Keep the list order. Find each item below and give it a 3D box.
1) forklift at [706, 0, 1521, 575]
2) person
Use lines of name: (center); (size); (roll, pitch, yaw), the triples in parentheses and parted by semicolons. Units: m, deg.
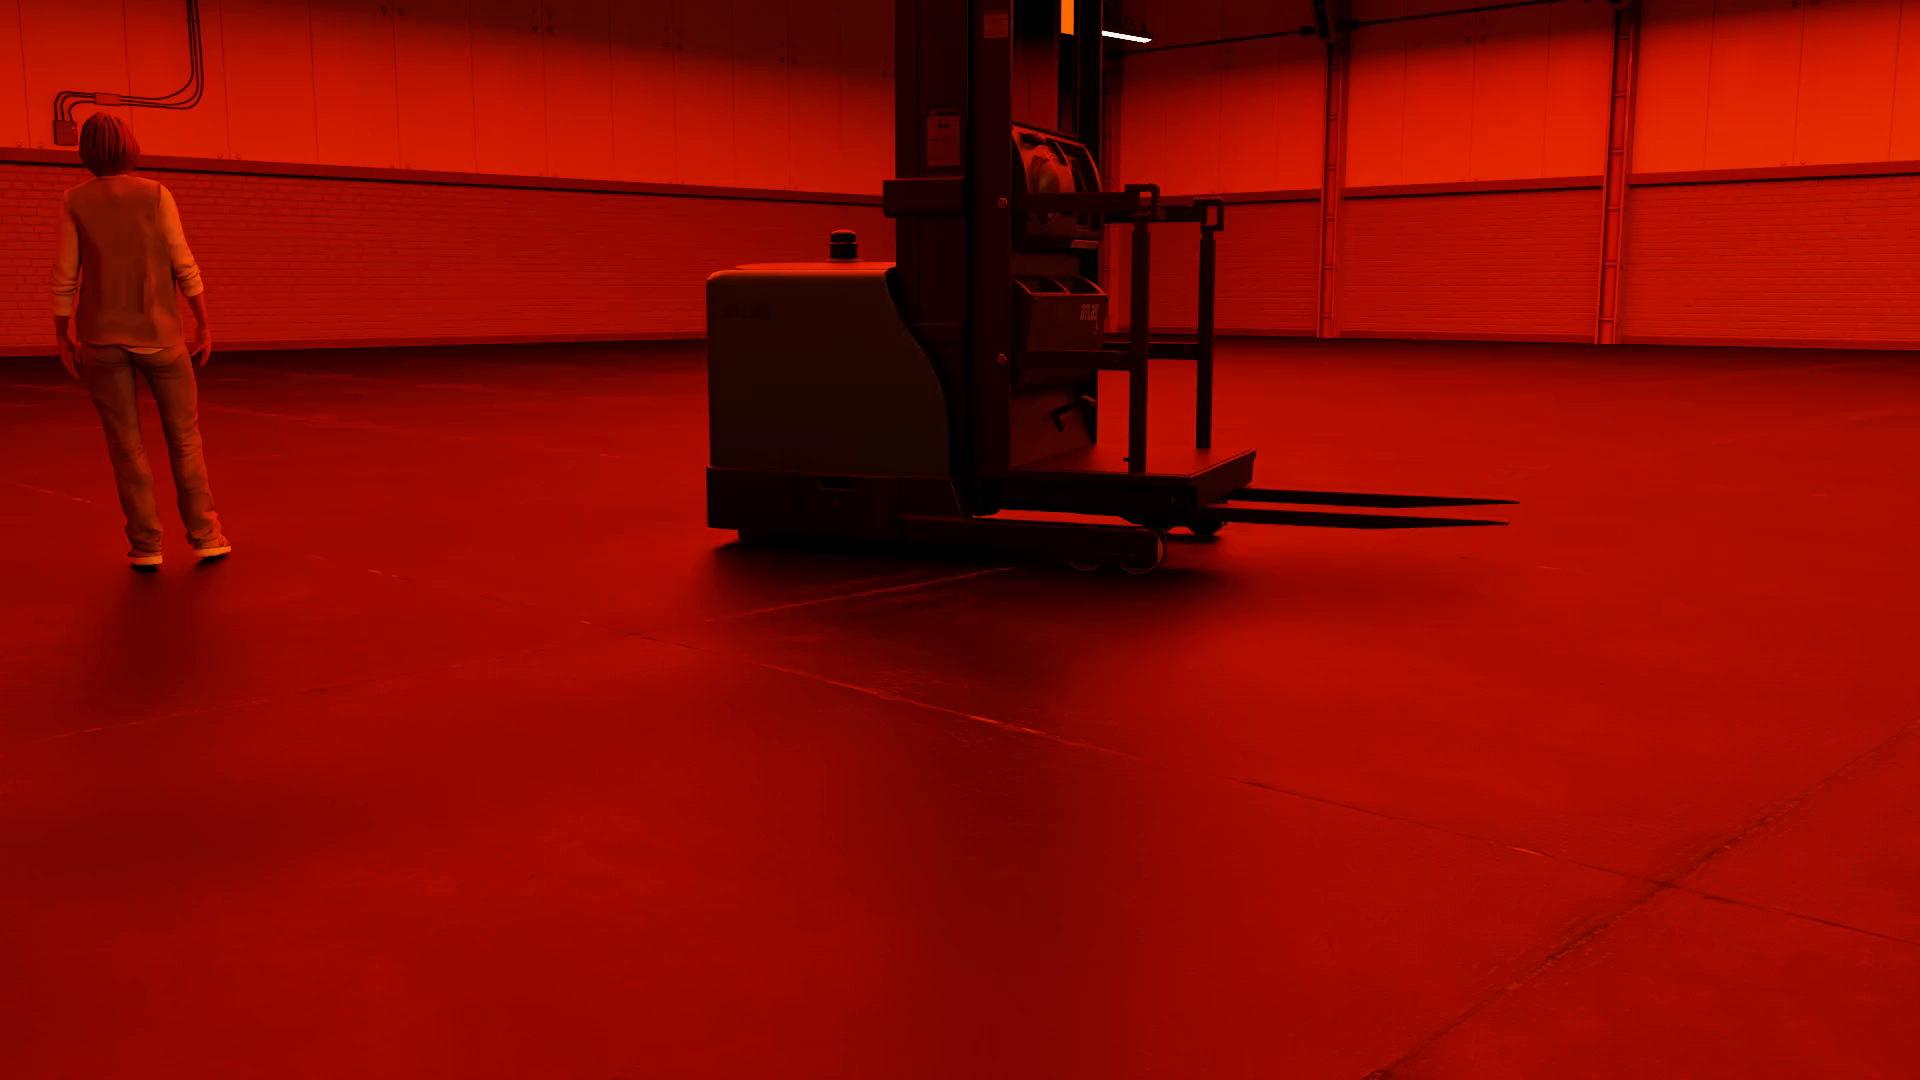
forklift: (0.565, -1.416, 6.275); (3.031, 2.935, 1.130); (3, 9, 22)
person: (-2.954, -0.704, 5.974); (0.518, 1.598, 0.467); (-4, 9, -23)
